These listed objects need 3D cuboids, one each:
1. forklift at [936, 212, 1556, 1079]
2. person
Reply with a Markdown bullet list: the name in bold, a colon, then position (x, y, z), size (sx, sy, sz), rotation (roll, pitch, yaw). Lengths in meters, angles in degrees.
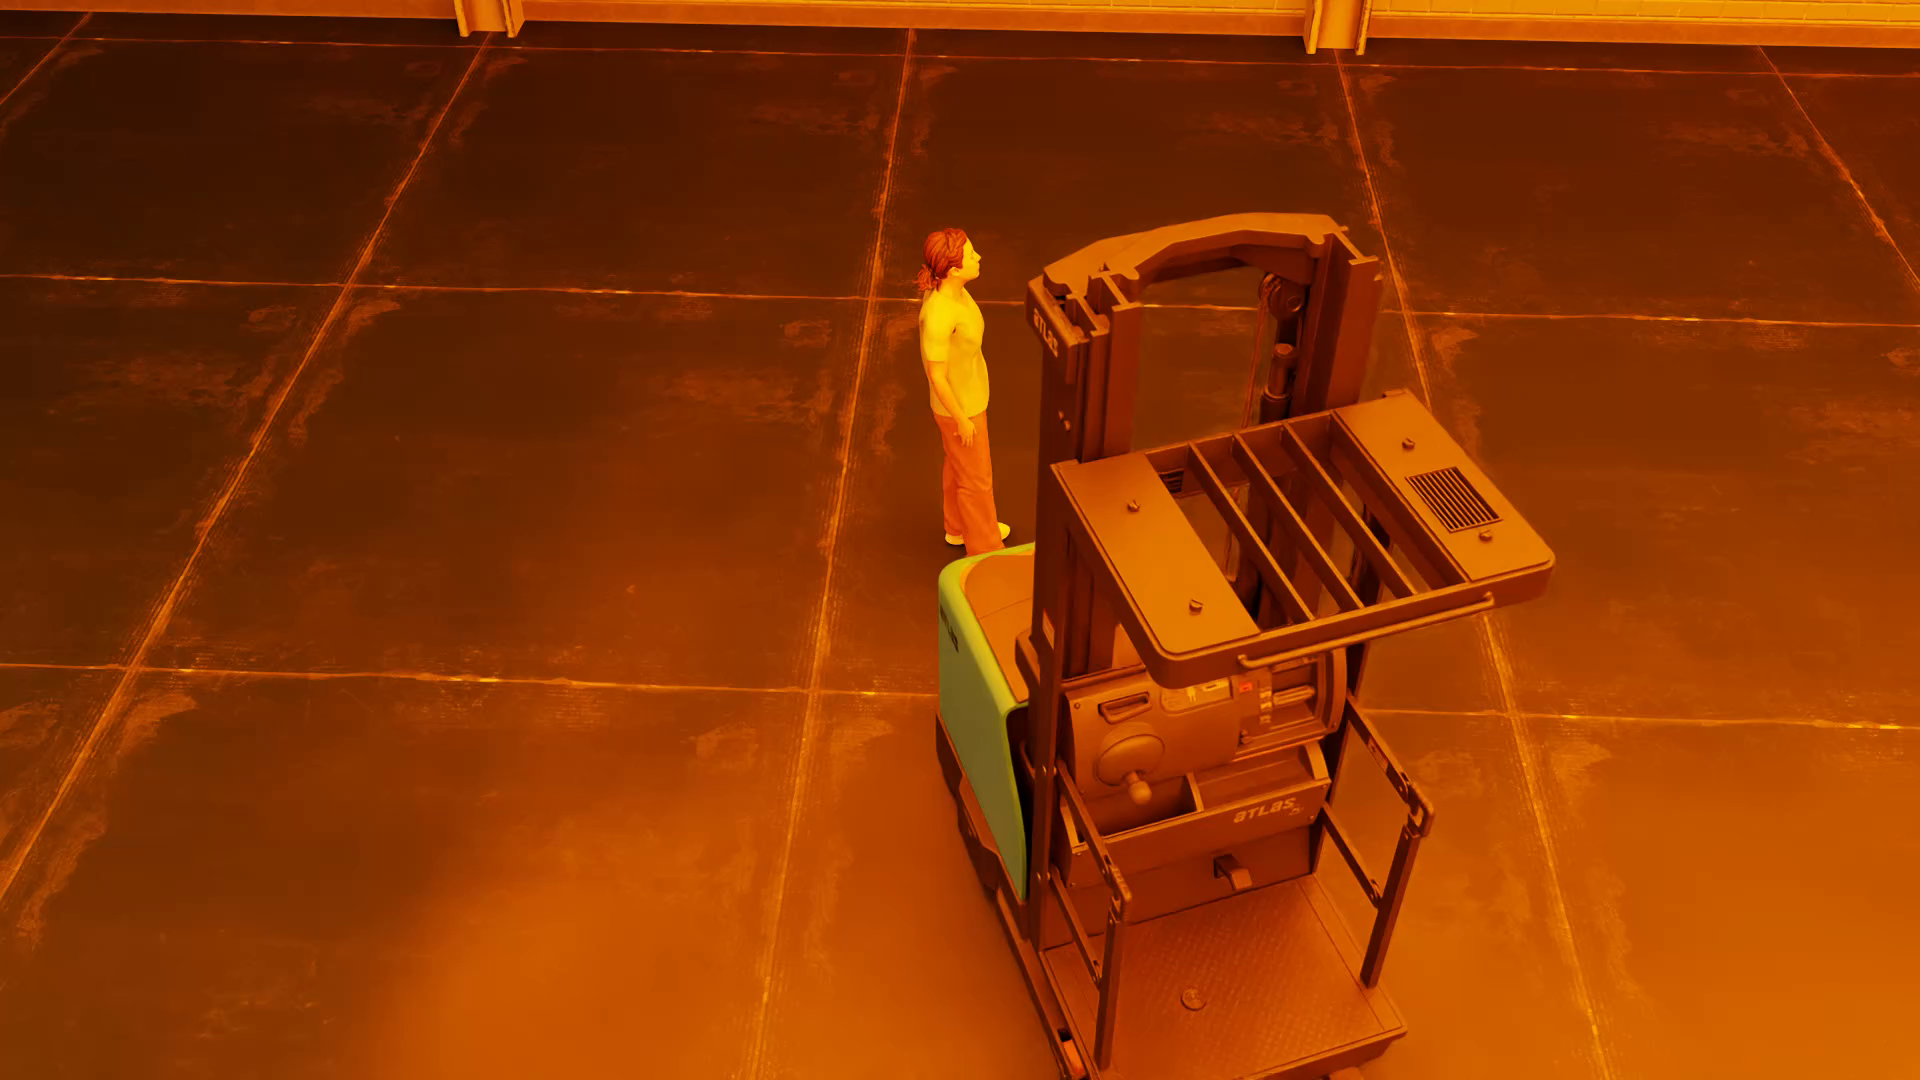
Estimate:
- **forklift**: position (0.850, 0.637, 5.045), size (1.130, 2.935, 3.031), rotation (-13, 44, -14)
- **person**: position (0.074, -0.614, 7.335), size (0.548, 1.673, 0.553), rotation (2, 42, 2)
